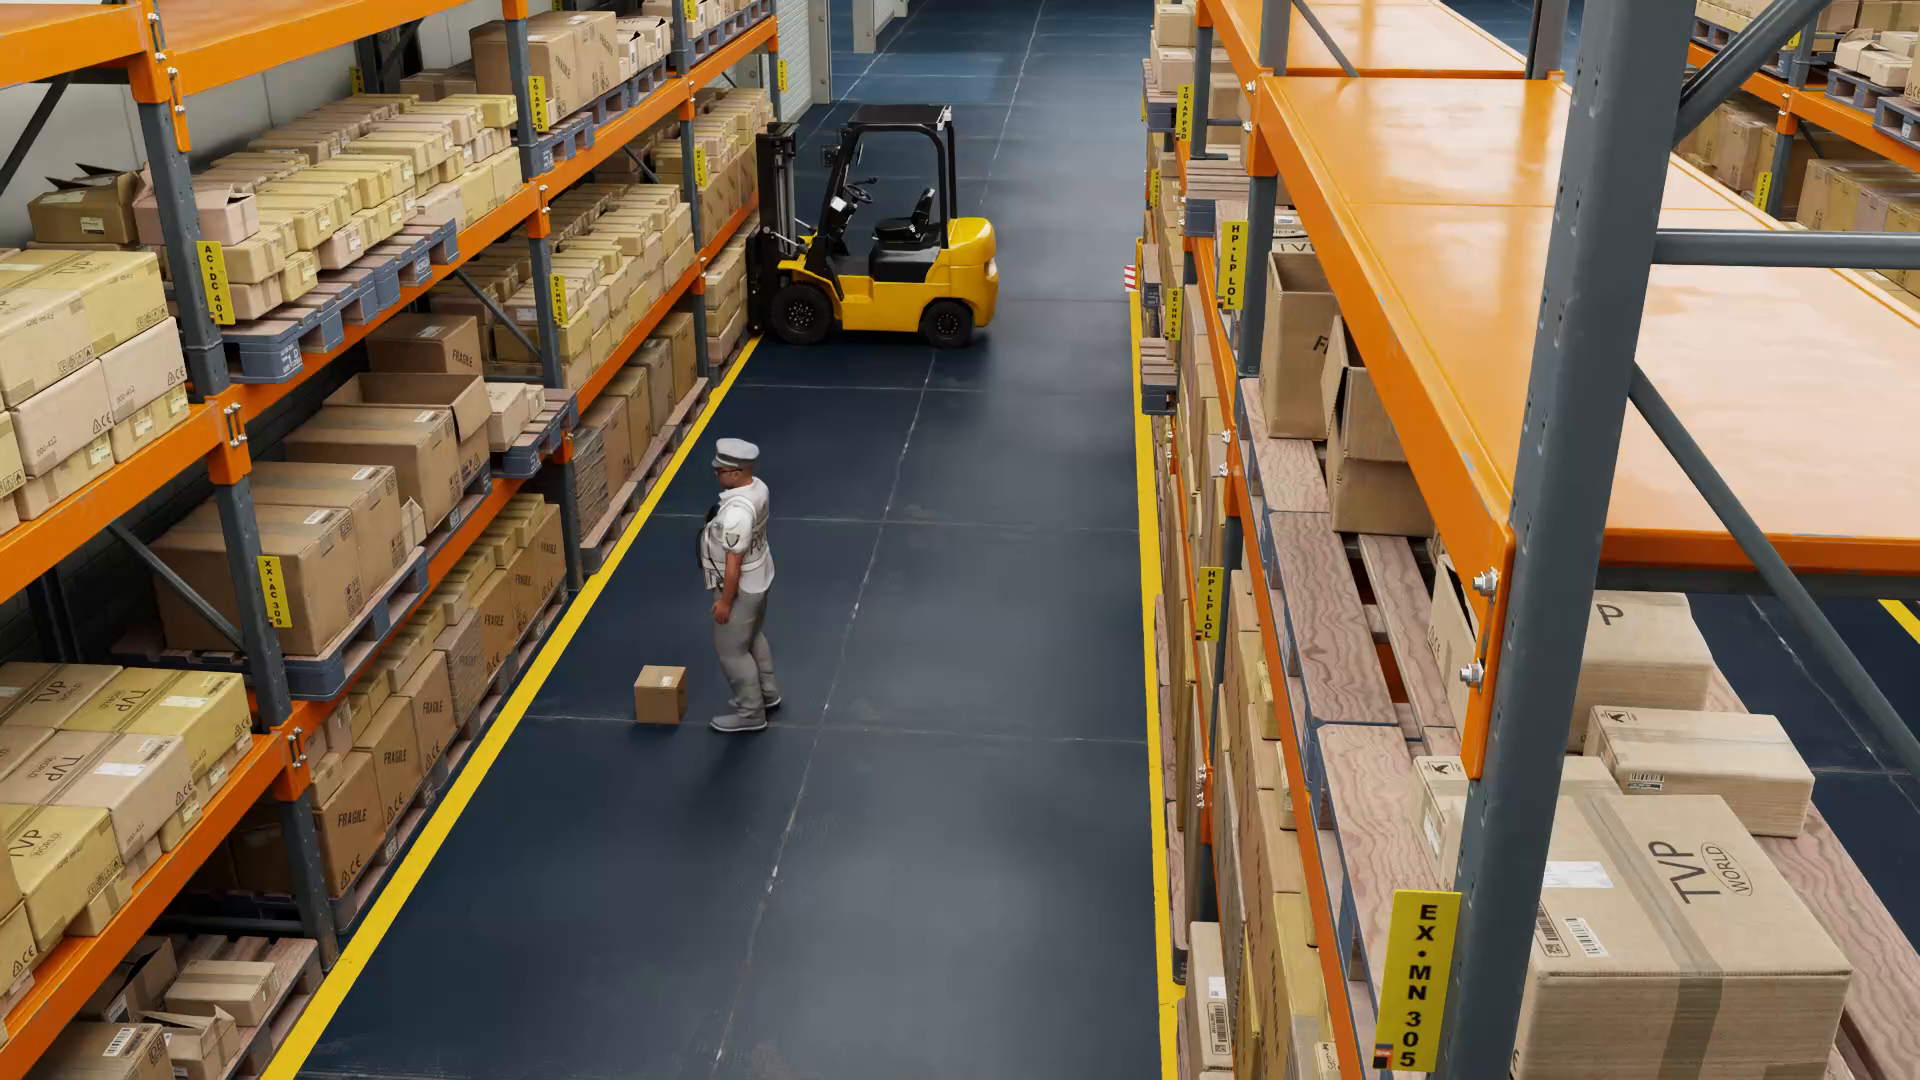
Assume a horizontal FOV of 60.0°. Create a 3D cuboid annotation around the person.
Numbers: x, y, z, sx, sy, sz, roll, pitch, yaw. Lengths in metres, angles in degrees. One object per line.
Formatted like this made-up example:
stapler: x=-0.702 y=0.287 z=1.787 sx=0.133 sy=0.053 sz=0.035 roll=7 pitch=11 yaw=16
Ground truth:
person: x=-1.261 y=0.266 z=9.443 sx=0.392 sy=1.772 sz=0.529 roll=2 pitch=24 yaw=5
